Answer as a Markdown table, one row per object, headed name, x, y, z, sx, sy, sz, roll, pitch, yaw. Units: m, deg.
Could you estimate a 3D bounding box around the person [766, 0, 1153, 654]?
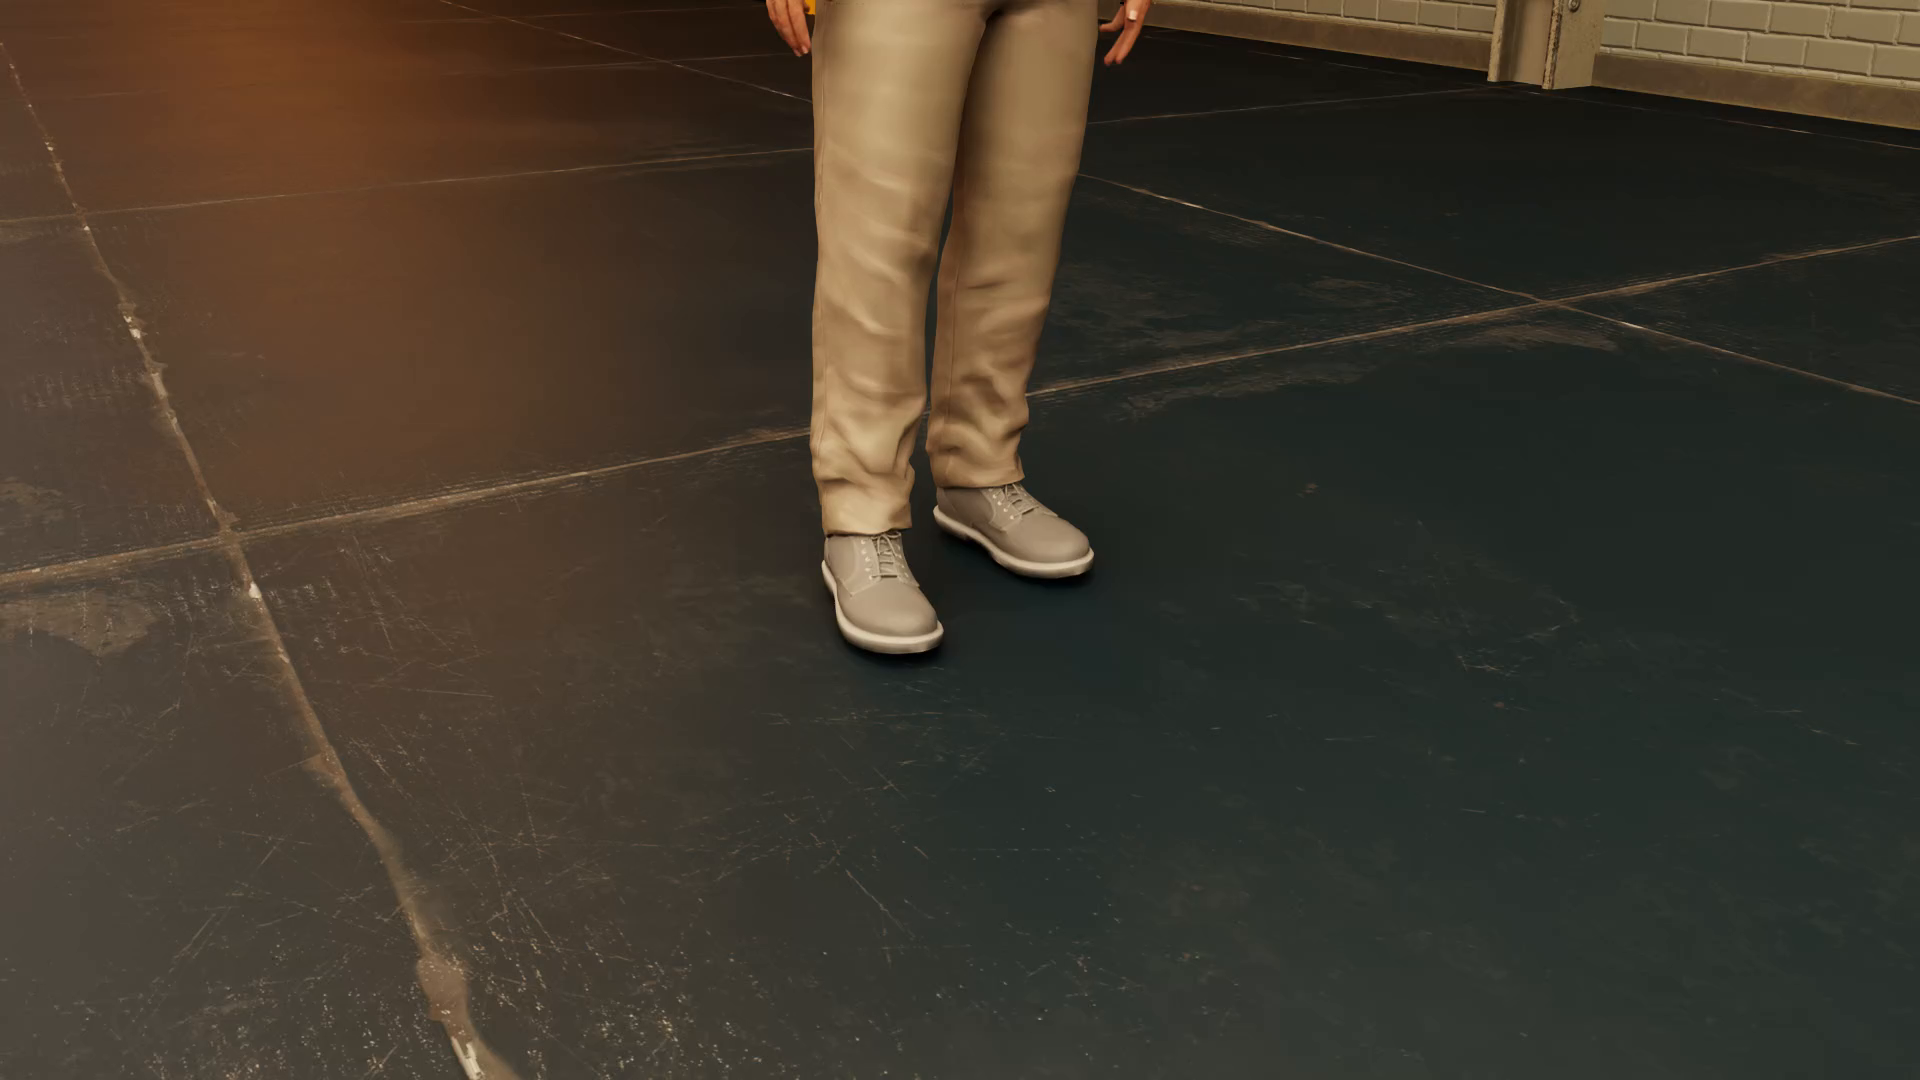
| name | x | y | z | sx | sy | sz | roll | pitch | yaw |
| --- | --- | --- | --- | --- | --- | --- | --- | --- | --- |
| person | 0.035 | -0.775 | 2.226 | 0.642 | 1.727 | 0.550 | -12 | 25 | -28 |
